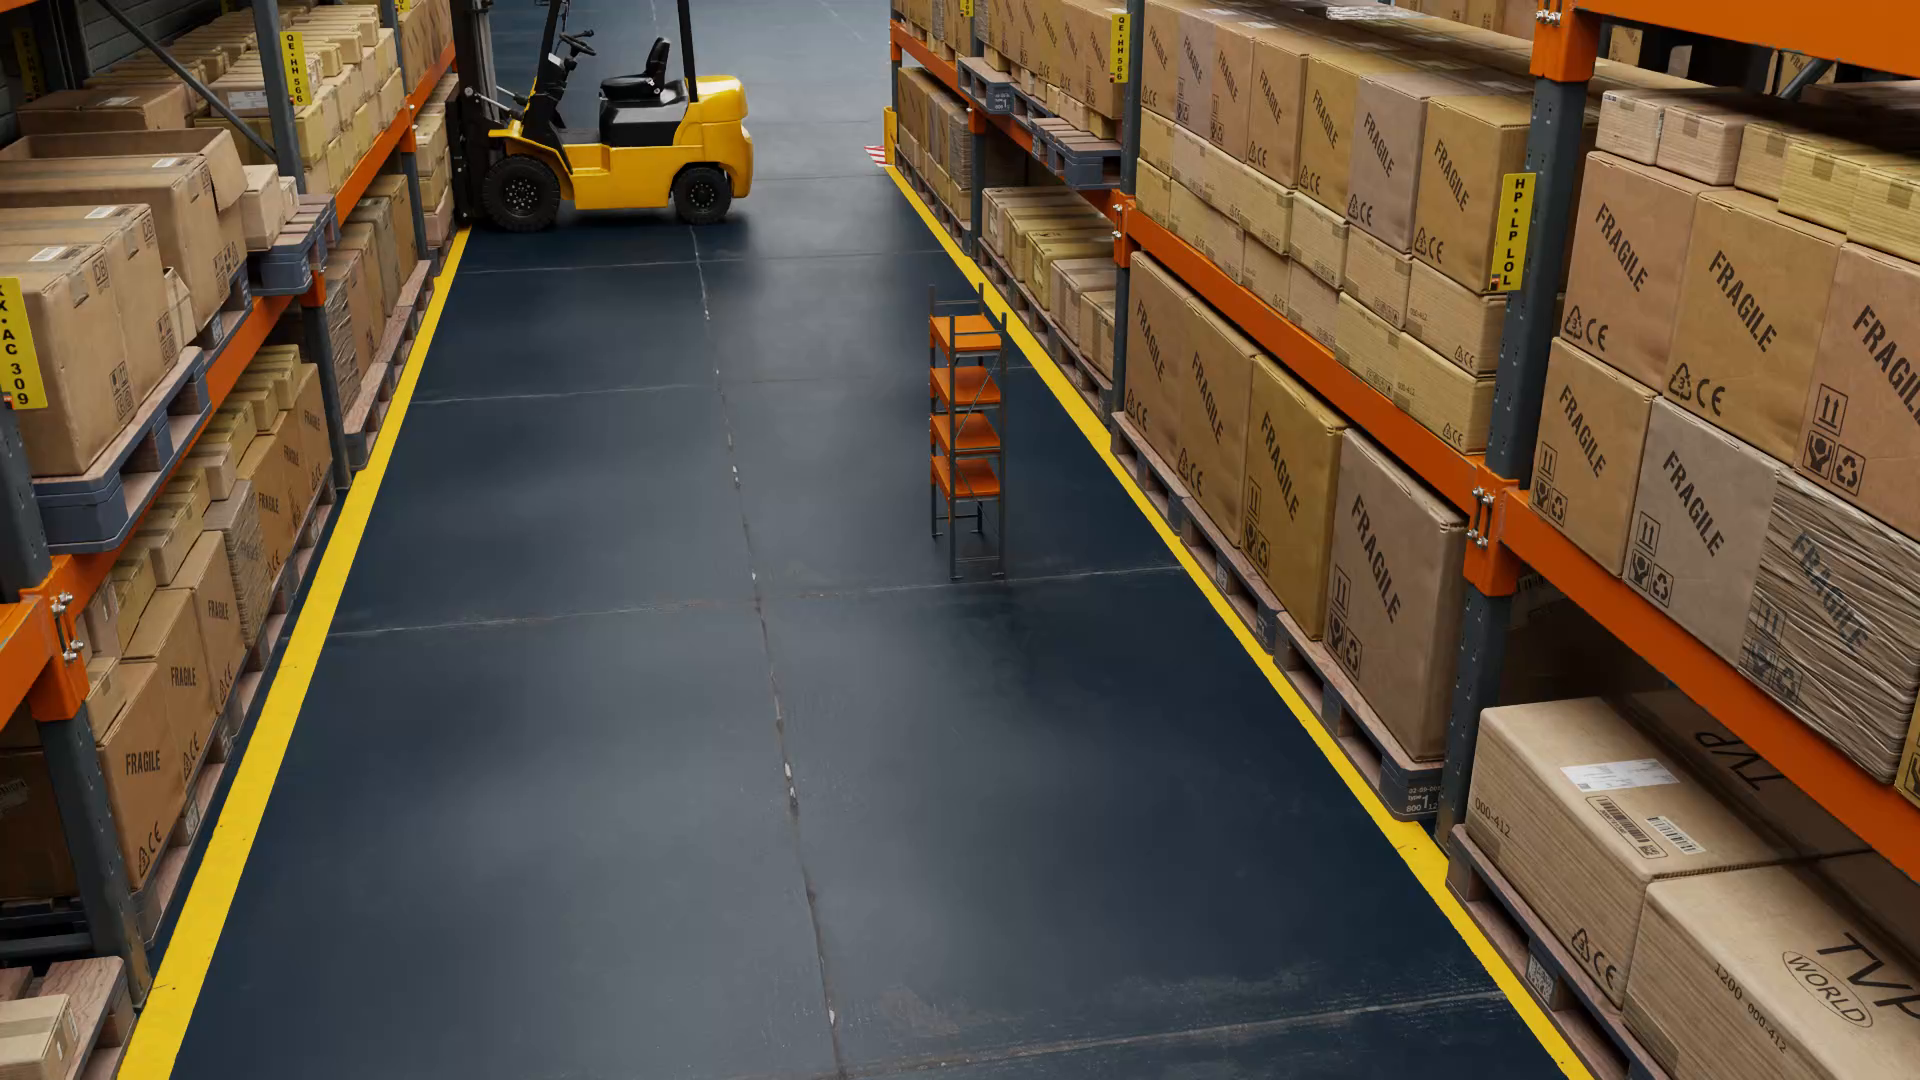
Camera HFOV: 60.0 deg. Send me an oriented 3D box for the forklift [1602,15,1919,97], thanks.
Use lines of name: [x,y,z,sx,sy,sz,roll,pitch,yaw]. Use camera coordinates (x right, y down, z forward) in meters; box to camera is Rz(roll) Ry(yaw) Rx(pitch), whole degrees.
forklift: [3.156,-1.317,7.103,1.130,2.935,3.031,-4,24,-10]

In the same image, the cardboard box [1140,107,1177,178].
cardboard box: [1.174,-1.915,7.951,0.500,0.250,0.500,-4,24,-10]

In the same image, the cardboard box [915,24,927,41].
cardboard box: [-0.184,-4.444,14.492,0.380,0.149,0.250,-4,24,-8]

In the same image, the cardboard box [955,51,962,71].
cardboard box: [0.172,-3.632,12.633,0.380,0.149,0.250,-4,24,-9]

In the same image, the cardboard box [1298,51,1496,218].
cardboard box: [1.556,-1.464,5.981,0.500,0.500,0.500,-4,24,-8]

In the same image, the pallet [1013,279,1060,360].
pallet: [0.958,-1.481,10.878,1.003,0.211,1.213,-4,24,-10]

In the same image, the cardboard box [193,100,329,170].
cardboard box: [-3.372,-1.959,8.050,0.500,0.250,0.500,-4,24,-10]

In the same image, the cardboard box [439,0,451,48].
cardboard box: [-4.598,-4.417,13.992,0.500,0.500,0.500,-4,24,-8]

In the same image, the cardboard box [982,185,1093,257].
cardboard box: [0.683,-2.328,12.091,0.950,0.372,0.625,-4,24,-9]

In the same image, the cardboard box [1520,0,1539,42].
cardboard box: [5.226,-4.380,13.843,0.875,0.550,0.550,-4,24,-10]

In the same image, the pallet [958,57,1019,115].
pallet: [0.582,-3.147,11.447,1.003,0.211,1.213,-4,24,-10]

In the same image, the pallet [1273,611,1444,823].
pallet: [1.846,0.581,6.157,1.003,0.211,1.213,-4,24,-10]

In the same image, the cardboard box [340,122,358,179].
cardboard box: [-3.586,-2.128,9.062,0.500,0.250,0.500,-5,24,-11]

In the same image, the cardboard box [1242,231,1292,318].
cardboard box: [1.465,-1.092,6.689,0.500,0.250,0.500,-4,24,-10]

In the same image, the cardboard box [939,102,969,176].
cardboard box: [0.115,-3.235,13.383,0.500,0.500,0.500,-4,24,-9]

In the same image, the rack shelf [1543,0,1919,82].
rack shelf: [2.433,-0.658,2.659,1.077,0.370,4.000,-4,24,-10]

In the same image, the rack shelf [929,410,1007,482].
rack shelf: [0.031,-0.423,7.388,0.258,0.148,0.480,-4,24,-10]

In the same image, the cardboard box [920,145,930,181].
cardboard box: [-0.078,-3.299,14.467,0.500,0.250,0.500,-3,24,-6]

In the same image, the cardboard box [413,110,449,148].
cardboard box: [-4.263,-3.178,12.940,0.500,0.250,0.500,-3,24,-8]

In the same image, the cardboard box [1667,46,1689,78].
cardboard box: [5.356,-3.573,12.057,0.500,0.500,0.500,-4,24,-9]

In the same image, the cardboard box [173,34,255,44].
cardboard box: [-4.203,-2.763,9.393,0.380,0.149,0.250,-4,24,-9]

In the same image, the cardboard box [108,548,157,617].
cardboard box: [-2.869,0.154,5.437,0.380,0.149,0.250,-5,24,-11]

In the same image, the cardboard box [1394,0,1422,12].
cardboard box: [4.803,-5.452,16.297,0.875,0.550,0.550,-4,24,-10]

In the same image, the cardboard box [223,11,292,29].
cardboard box: [-4.442,-3.257,10.524,0.380,0.149,0.250,-5,24,-12]

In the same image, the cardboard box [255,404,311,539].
cardboard box: [-3.182,-0.303,7.294,0.500,0.500,0.500,-5,24,-11]

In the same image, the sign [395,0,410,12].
sign: [-3.762,-3.715,11.162,0.100,0.325,0.005,-4,24,-10]

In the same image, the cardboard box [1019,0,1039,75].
cardboard box: [0.665,-3.121,10.128,0.500,0.500,0.500,-5,24,-12]

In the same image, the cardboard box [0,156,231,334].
cardboard box: [-2.925,-0.988,5.615,0.700,0.500,0.500,-4,24,-10]

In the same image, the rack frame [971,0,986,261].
rack frame: [0.584,-3.546,12.121,1.000,3.000,0.127,-4,24,-10]

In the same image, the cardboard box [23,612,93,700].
cardboard box: [-2.679,0.333,4.657,0.380,0.149,0.250,-5,24,-11]

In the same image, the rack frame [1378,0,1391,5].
rack frame: [4.690,-5.525,16.654,1.000,3.000,0.127,-4,24,-10]

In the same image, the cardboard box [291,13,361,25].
cardboard box: [-3.953,-3.202,10.398,0.380,0.149,0.250,-4,24,-10]

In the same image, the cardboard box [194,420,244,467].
cardboard box: [-3.077,-0.355,6.604,0.380,0.149,0.250,-5,24,-11]

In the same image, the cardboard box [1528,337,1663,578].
cardboard box: [1.892,-0.241,4.430,0.500,0.500,0.500,-4,24,-8]

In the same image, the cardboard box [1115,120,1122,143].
cardboard box: [1.031,-2.162,8.741,0.380,0.149,0.250,-3,24,-8]

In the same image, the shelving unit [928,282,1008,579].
shelving unit: [0.031,-0.485,7.361,0.258,1.200,0.503,-4,24,-10]

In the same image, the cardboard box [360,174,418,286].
cardboard box: [-4.186,-2.077,11.200,0.875,0.625,0.625,-3,24,-7]

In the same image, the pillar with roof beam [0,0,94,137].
pillar with roof beam: [-0.450,-5.118,8.225,9.100,9.000,0.400,-4,24,-10]

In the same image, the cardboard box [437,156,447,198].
cardboard box: [-4.175,-2.750,12.584,0.500,0.250,0.500,-4,24,-10]

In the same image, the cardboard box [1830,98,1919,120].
cardboard box: [2.375,-0.991,4.087,0.380,0.149,0.250,-4,24,-8]

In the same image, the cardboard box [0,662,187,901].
cardboard box: [-2.683,0.716,4.962,0.500,0.500,0.500,-3,24,-7]

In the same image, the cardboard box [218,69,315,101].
cardboard box: [-3.374,-2.199,8.102,0.380,0.149,0.250,-4,24,-9]

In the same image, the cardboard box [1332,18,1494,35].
cardboard box: [1.864,-1.896,6.968,0.500,0.500,0.500,-4,24,-10]

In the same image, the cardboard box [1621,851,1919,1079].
cardboard box: [2.240,1.189,3.956,0.875,0.438,0.875,-5,24,-11]

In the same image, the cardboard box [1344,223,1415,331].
cardboard box: [1.643,-0.911,5.651,0.500,0.250,0.500,-4,24,-8]

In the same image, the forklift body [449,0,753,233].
forklift body: [-2.890,-3.751,13.651,2.313,2.155,1.214,-4,24,-10]

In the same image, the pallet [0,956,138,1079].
pallet: [-2.688,1.518,4.012,1.003,0.211,1.213,-4,24,-10]

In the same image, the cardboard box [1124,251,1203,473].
cardboard box: [1.369,-0.914,8.224,0.875,0.875,0.875,-5,24,-10]

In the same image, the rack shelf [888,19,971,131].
rack shelf: [0.214,-4.003,14.067,1.077,0.370,4.000,-4,24,-10]

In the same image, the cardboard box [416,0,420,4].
cardboard box: [-4.239,-4.073,12.393,0.380,0.149,0.250,-5,24,-10]

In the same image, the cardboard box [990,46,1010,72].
cardboard box: [0.413,-3.284,11.310,0.380,0.149,0.250,-4,24,-9]

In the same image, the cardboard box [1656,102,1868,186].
cardboard box: [1.929,-0.958,4.010,0.380,0.149,0.250,-4,24,-9]

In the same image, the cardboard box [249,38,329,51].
cardboard box: [-3.716,-2.696,9.240,0.380,0.149,0.250,-4,24,-10]

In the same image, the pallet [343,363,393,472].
pallet: [-3.668,-0.653,8.981,1.003,0.211,1.213,-4,24,-10]

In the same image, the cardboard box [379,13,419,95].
cardboard box: [-4.119,-3.417,11.701,0.500,0.500,0.500,-5,24,-11]

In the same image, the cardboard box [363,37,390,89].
cardboard box: [-3.849,-2.962,10.346,0.500,0.250,0.500,-5,24,-11]

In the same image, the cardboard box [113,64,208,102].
cardboard box: [-3.959,-2.261,8.244,0.380,0.149,0.250,-4,24,-10]

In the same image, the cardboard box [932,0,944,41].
cardboard box: [0.055,-4.290,13.329,0.500,0.500,0.500,-4,24,-8]

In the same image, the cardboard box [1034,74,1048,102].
cardboard box: [0.667,-2.765,10.123,0.380,0.149,0.250,-5,24,-11]

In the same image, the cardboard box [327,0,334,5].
cardboard box: [-4.767,-4.032,12.299,0.380,0.149,0.250,-4,24,-8]
